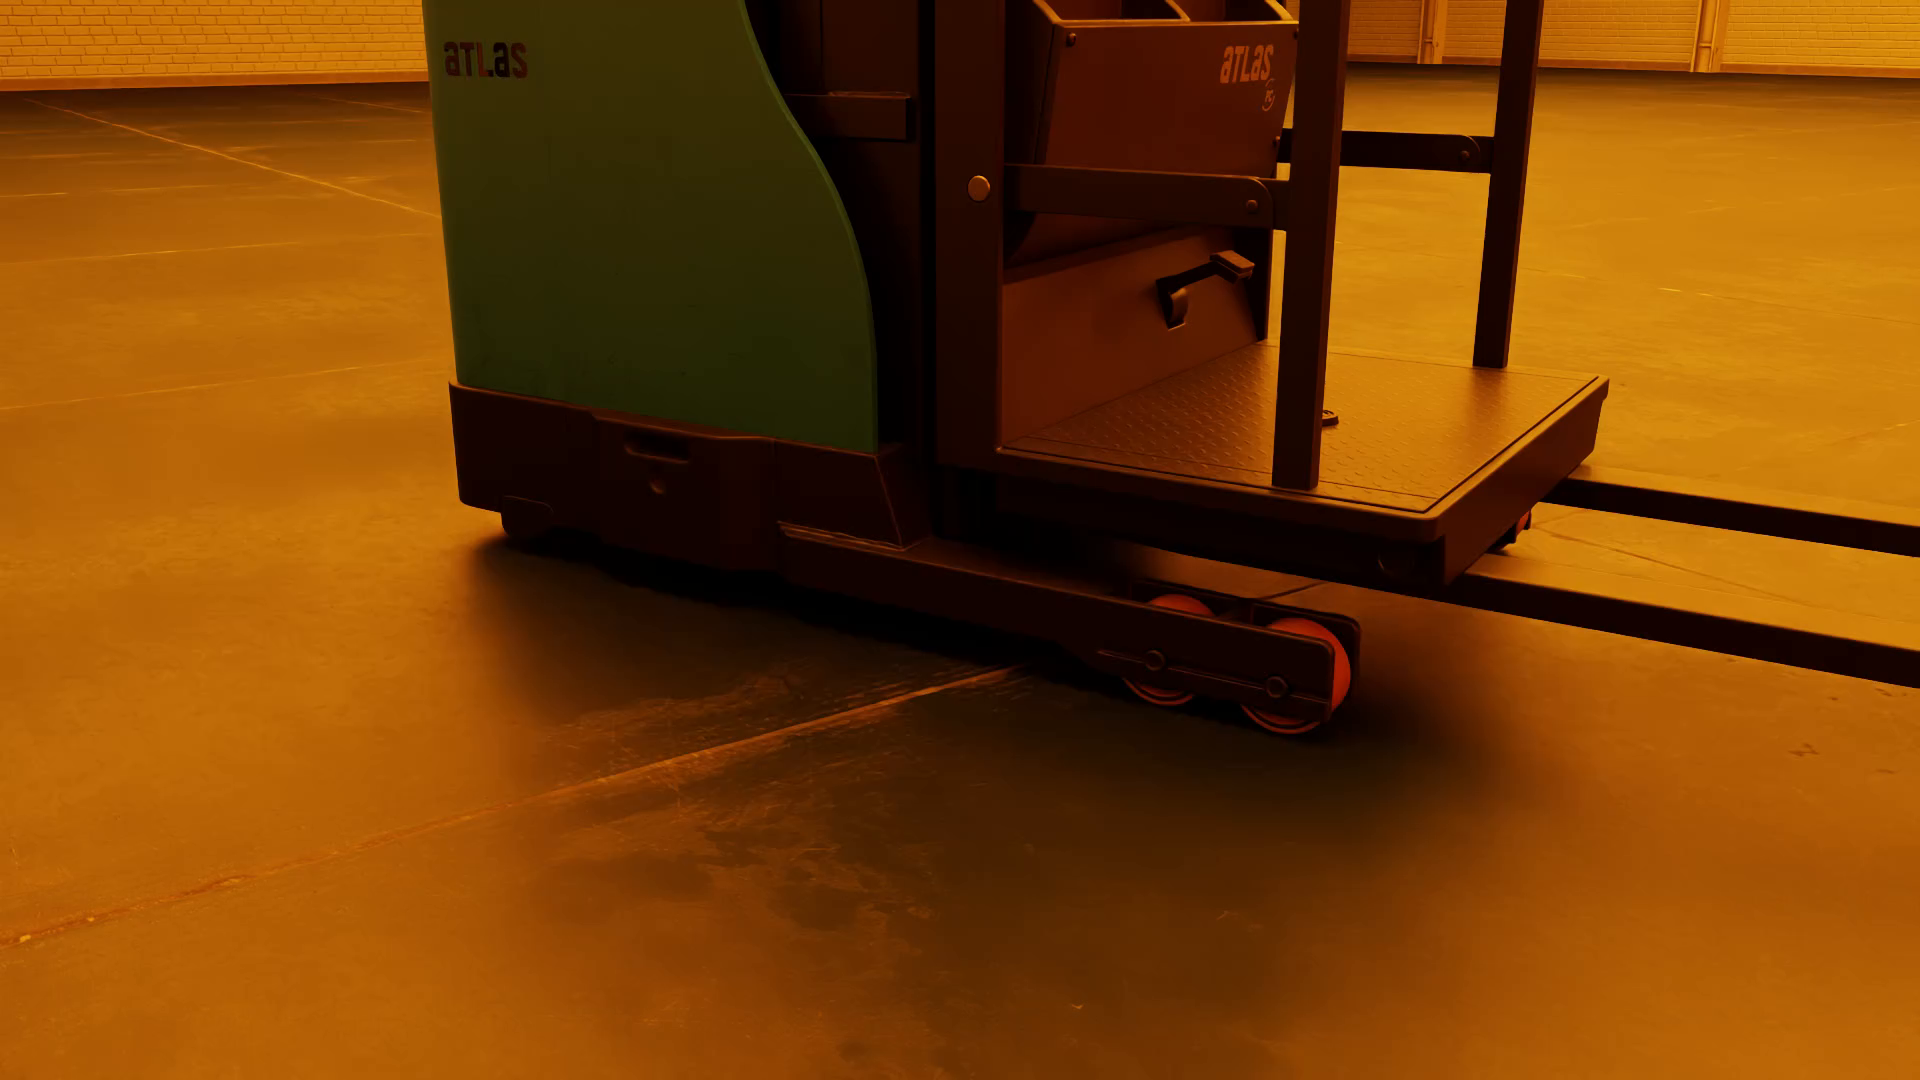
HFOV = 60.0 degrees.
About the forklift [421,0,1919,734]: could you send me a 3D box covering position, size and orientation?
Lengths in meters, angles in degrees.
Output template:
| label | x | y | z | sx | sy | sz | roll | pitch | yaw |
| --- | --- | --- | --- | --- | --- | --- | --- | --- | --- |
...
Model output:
| label | x | y | z | sx | sy | sz | roll | pitch | yaw |
| --- | --- | --- | --- | --- | --- | --- | --- | --- | --- |
| forklift | 0.514 | -1.298 | 2.549 | 3.031 | 2.935 | 1.130 | 11 | 21 | 31 |
